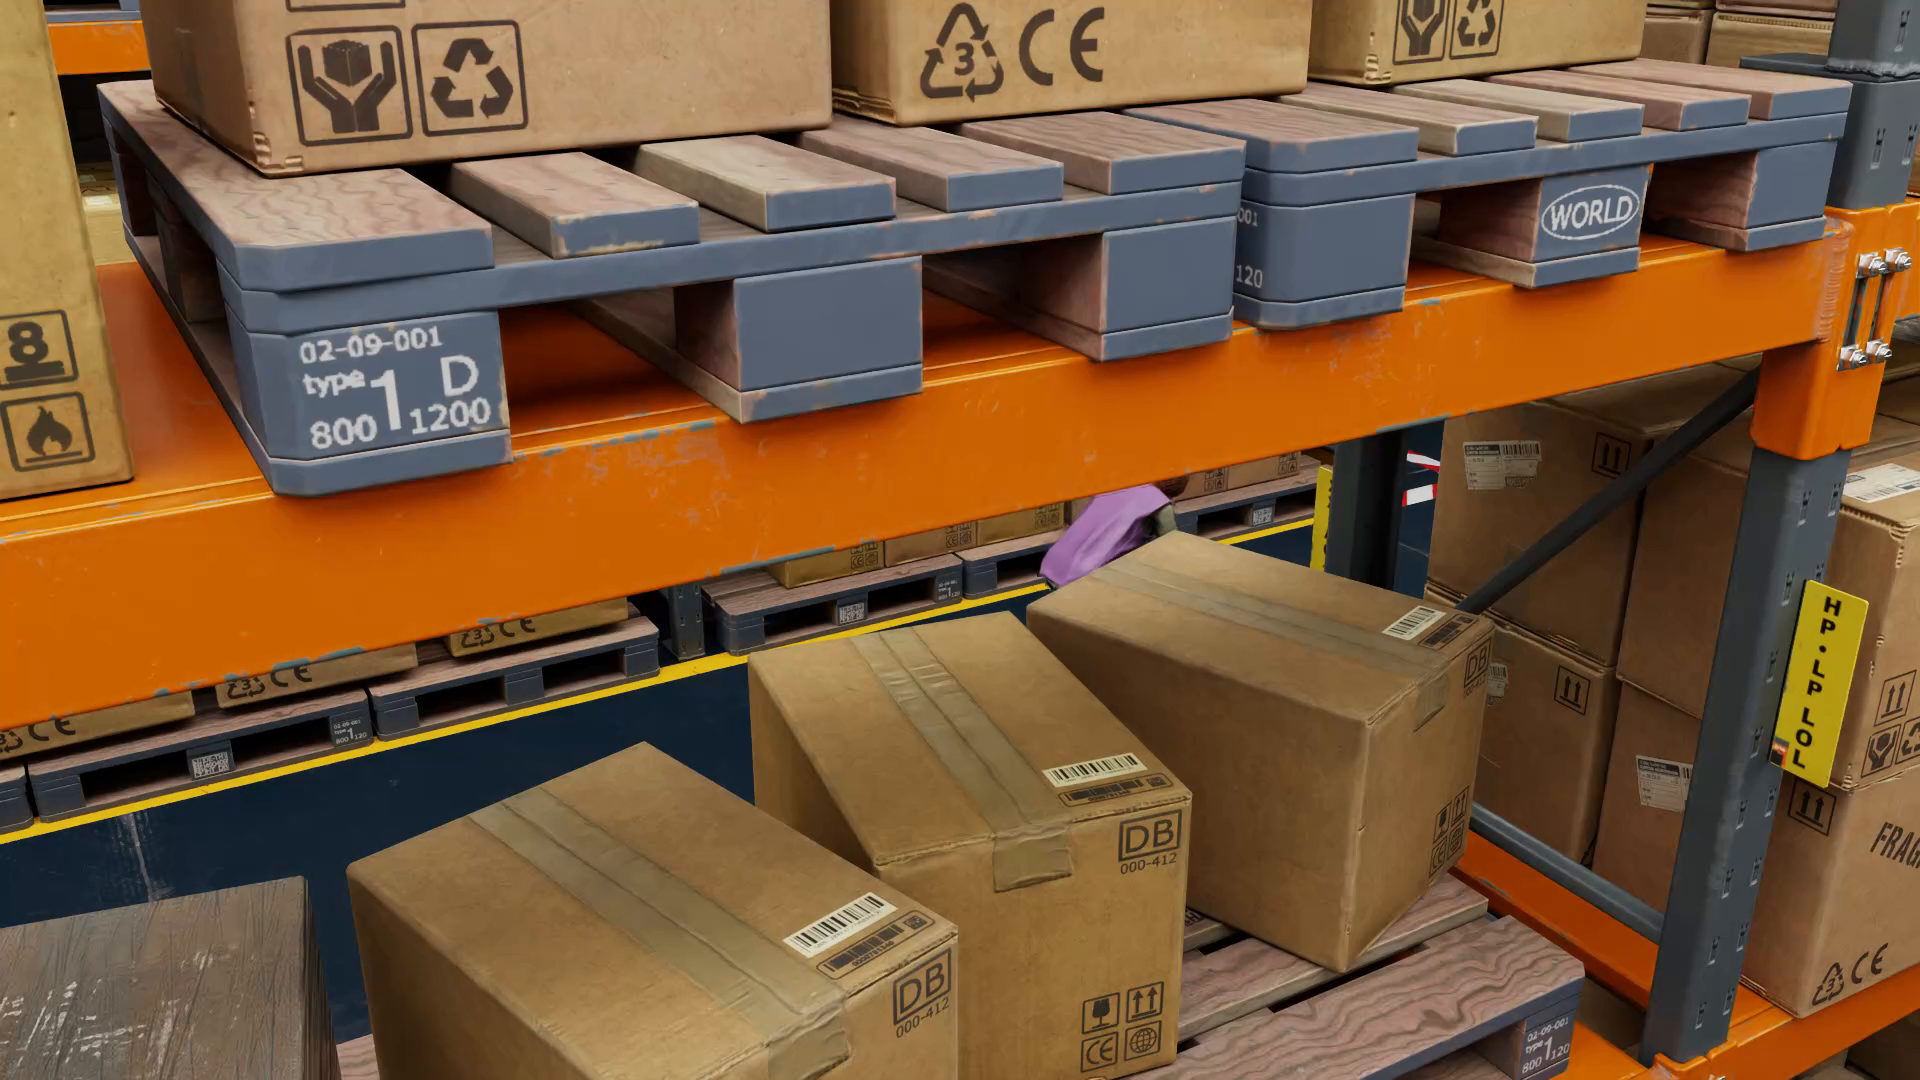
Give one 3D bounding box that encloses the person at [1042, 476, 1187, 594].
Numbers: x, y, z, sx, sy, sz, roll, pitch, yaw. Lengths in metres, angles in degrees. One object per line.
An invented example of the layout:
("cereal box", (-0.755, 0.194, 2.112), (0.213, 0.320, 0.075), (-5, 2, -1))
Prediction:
("person", (0.714, 0.128, 7.256), (0.800, 0.876, 0.474), (-12, 25, -28))
